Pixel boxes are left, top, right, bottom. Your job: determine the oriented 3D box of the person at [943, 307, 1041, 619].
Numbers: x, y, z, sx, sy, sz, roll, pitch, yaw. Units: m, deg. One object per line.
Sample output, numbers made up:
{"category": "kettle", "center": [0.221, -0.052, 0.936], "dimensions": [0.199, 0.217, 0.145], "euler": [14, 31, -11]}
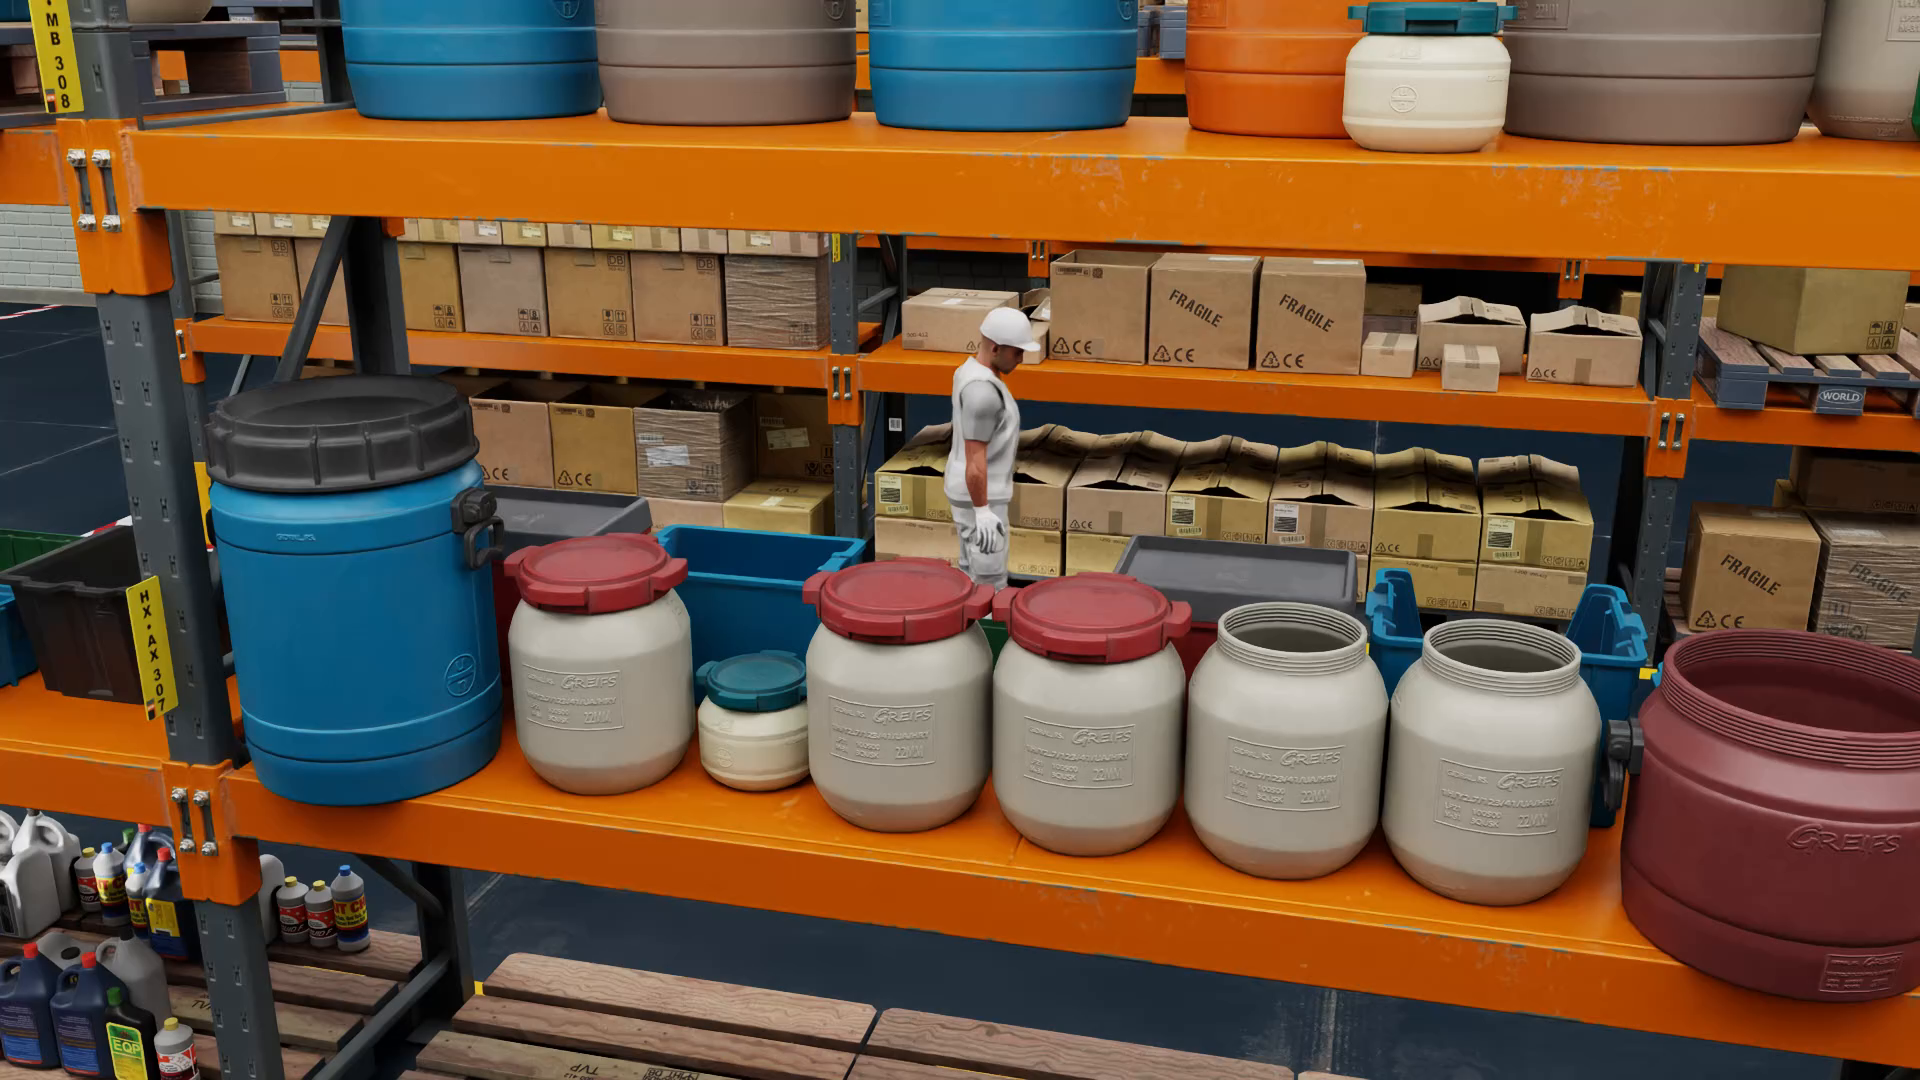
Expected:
{"category": "person", "center": [0.147, -0.166, 7.488], "dimensions": [0.440, 1.774, 0.602], "euler": [-1, 18, -3]}
